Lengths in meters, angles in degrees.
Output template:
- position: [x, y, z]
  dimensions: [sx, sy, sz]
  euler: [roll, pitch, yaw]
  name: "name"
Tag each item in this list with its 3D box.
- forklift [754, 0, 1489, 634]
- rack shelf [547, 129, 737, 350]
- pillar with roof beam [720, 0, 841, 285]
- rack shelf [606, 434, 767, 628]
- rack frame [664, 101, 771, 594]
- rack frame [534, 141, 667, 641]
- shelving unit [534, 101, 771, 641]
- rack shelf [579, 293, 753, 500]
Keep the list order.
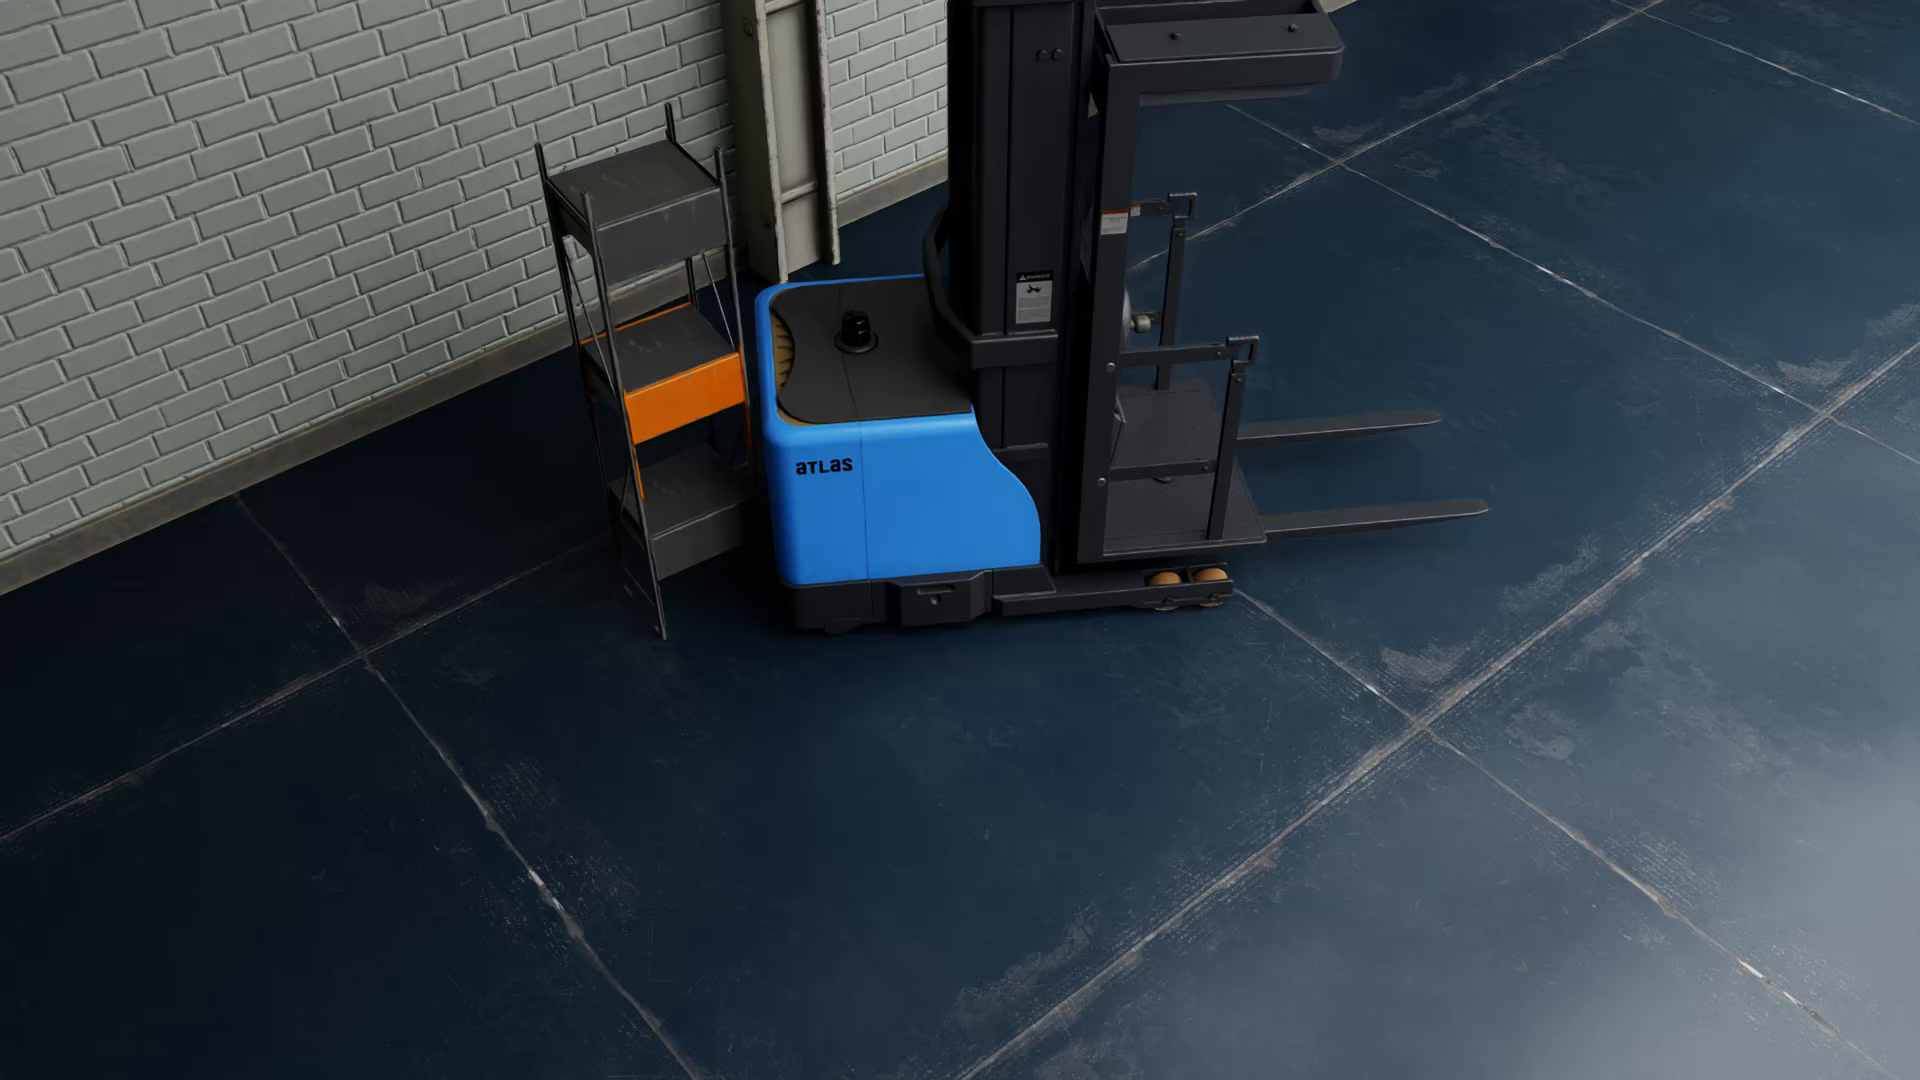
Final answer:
- position: [0.705, -1.129, 6.312]
  dimensions: [3.031, 2.935, 1.130]
  euler: [-5, 43, -5]
  name: "forklift"
- position: [-1.118, -1.060, 5.842]
  dimensions: [0.480, 0.518, 0.431]
  euler: [-25, 49, -24]
  name: "rack shelf"
- position: [1.881, -2.490, 3.328]
  dimensions: [0.400, 9.000, 9.100]
  euler: [-30, 51, -28]
  name: "pillar with roof beam"
- position: [-1.118, -0.039, 6.801]
  dimensions: [0.480, 0.518, 0.431]
  euler: [-25, 49, -24]
  name: "rack shelf"
- position: [-0.916, -0.654, 6.412]
  dimensions: [0.015, 2.100, 0.400]
  euler: [-25, 49, -24]
  name: "rack frame"
- position: [-1.320, -0.465, 6.212]
  dimensions: [0.015, 2.100, 0.400]
  euler: [-25, 49, -24]
  name: "rack frame"
- position: [-1.118, -0.560, 6.312]
  dimensions: [0.503, 2.100, 0.431]
  euler: [-25, 49, -24]
  name: "shelving unit"
- position: [-1.118, -0.550, 6.321]
  dimensions: [0.480, 0.518, 0.431]
  euler: [-25, 49, -24]
  name: "rack shelf"
